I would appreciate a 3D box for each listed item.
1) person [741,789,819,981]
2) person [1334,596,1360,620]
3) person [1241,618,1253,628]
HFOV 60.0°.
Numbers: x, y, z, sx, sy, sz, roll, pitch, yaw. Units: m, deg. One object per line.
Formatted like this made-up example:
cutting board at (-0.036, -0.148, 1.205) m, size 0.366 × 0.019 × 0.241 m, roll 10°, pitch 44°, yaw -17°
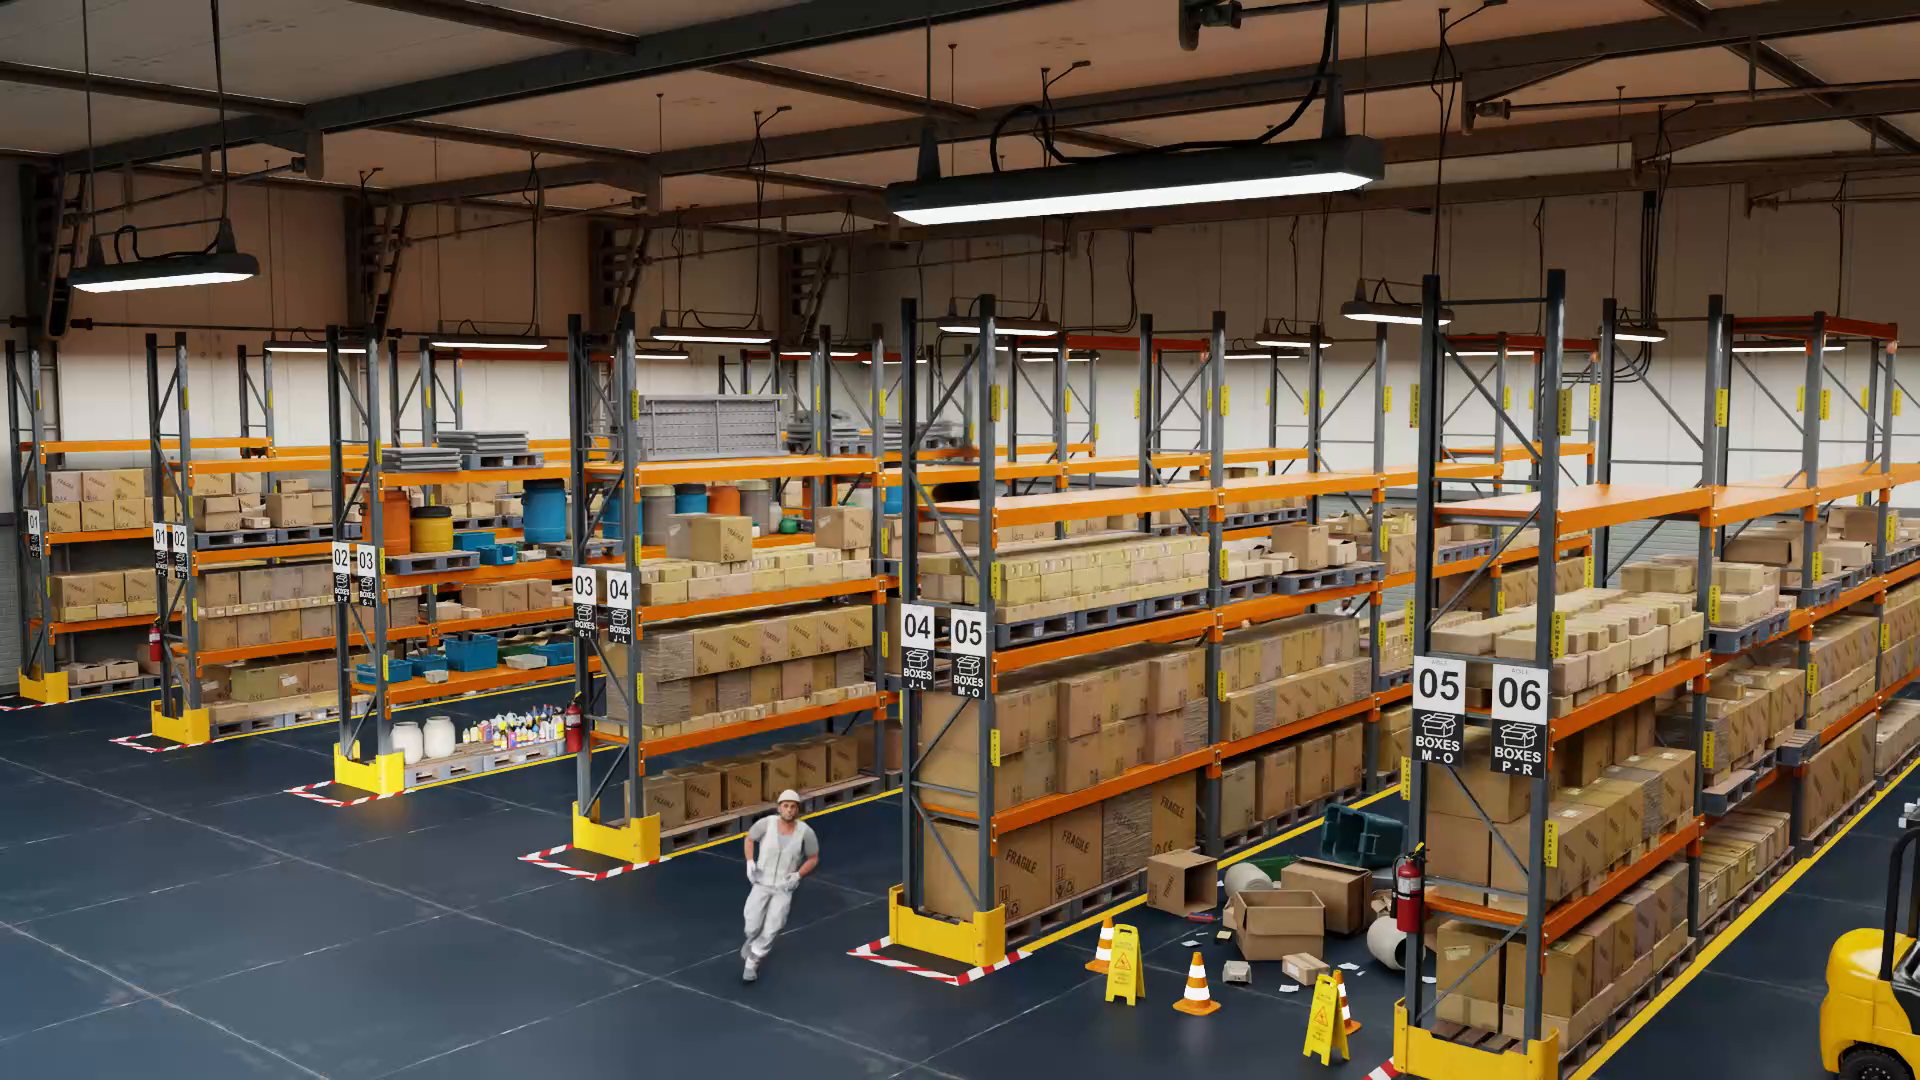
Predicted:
person at (-1.597, 3.006, 14.605) m, size 0.720 × 1.690 × 0.610 m, roll 0°, pitch 5°, yaw -1°
person at (6.606, 1.754, 28.641) m, size 0.570 × 1.722 × 0.677 m, roll 3°, pitch 6°, yaw 31°
person at (4.424, 2.019, 25.966) m, size 0.559 × 1.627 × 0.556 m, roll 3°, pitch 6°, yaw 31°
